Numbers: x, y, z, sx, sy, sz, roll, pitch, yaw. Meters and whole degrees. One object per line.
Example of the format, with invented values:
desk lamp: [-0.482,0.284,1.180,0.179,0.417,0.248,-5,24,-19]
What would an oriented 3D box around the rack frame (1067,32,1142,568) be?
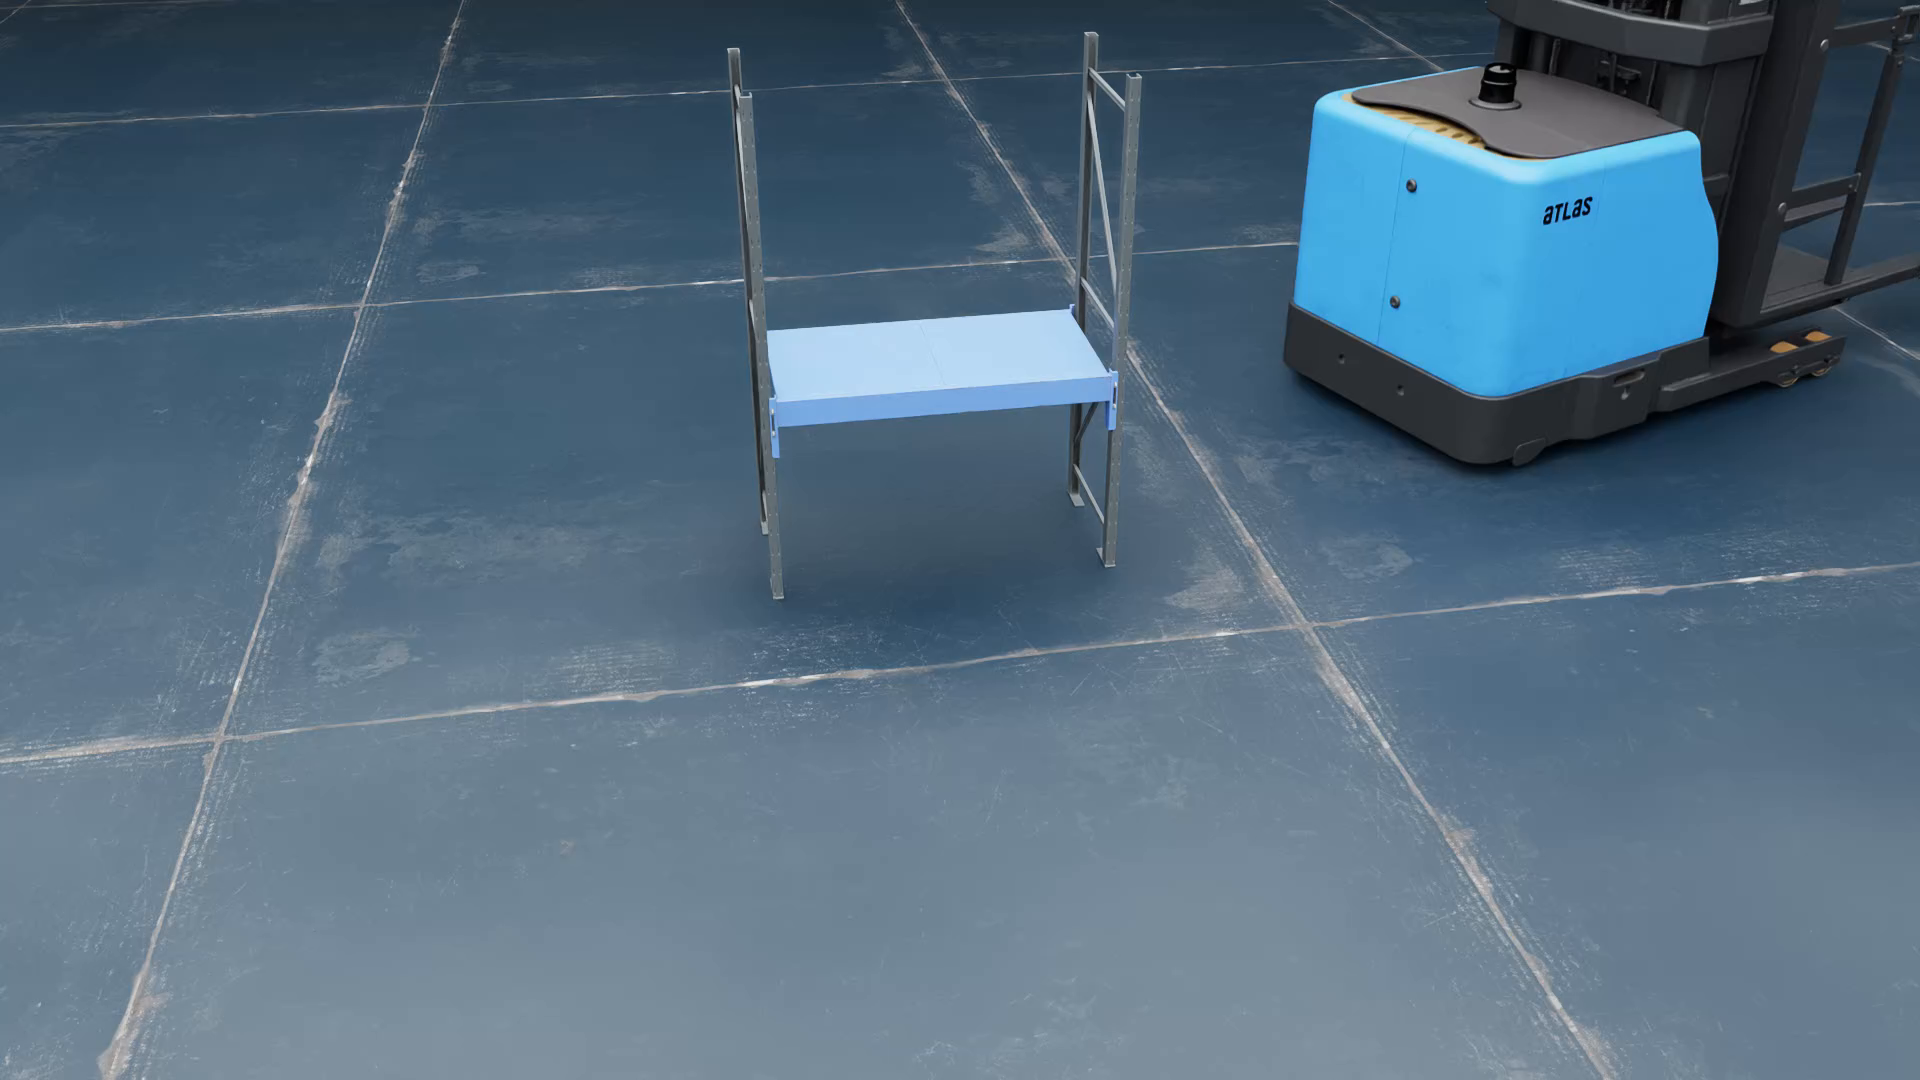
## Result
rack frame: [0.416,-0.685,4.936,0.032,1.500,0.500,-5,31,-9]

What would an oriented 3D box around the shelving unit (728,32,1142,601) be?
shelving unit: [-0.084,-0.639,4.857,1.048,1.500,0.538,-5,31,-9]

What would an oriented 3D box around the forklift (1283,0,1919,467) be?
forklift: [2.749,-2.049,5.843,3.031,2.935,1.130,-16,34,-26]

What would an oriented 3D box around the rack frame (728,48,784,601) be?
rack frame: [-0.584,-0.592,4.778,0.032,1.500,0.500,-5,31,-9]

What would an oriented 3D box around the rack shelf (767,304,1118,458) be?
rack shelf: [-0.084,-0.484,4.948,1.000,0.185,0.538,-5,31,-9]
